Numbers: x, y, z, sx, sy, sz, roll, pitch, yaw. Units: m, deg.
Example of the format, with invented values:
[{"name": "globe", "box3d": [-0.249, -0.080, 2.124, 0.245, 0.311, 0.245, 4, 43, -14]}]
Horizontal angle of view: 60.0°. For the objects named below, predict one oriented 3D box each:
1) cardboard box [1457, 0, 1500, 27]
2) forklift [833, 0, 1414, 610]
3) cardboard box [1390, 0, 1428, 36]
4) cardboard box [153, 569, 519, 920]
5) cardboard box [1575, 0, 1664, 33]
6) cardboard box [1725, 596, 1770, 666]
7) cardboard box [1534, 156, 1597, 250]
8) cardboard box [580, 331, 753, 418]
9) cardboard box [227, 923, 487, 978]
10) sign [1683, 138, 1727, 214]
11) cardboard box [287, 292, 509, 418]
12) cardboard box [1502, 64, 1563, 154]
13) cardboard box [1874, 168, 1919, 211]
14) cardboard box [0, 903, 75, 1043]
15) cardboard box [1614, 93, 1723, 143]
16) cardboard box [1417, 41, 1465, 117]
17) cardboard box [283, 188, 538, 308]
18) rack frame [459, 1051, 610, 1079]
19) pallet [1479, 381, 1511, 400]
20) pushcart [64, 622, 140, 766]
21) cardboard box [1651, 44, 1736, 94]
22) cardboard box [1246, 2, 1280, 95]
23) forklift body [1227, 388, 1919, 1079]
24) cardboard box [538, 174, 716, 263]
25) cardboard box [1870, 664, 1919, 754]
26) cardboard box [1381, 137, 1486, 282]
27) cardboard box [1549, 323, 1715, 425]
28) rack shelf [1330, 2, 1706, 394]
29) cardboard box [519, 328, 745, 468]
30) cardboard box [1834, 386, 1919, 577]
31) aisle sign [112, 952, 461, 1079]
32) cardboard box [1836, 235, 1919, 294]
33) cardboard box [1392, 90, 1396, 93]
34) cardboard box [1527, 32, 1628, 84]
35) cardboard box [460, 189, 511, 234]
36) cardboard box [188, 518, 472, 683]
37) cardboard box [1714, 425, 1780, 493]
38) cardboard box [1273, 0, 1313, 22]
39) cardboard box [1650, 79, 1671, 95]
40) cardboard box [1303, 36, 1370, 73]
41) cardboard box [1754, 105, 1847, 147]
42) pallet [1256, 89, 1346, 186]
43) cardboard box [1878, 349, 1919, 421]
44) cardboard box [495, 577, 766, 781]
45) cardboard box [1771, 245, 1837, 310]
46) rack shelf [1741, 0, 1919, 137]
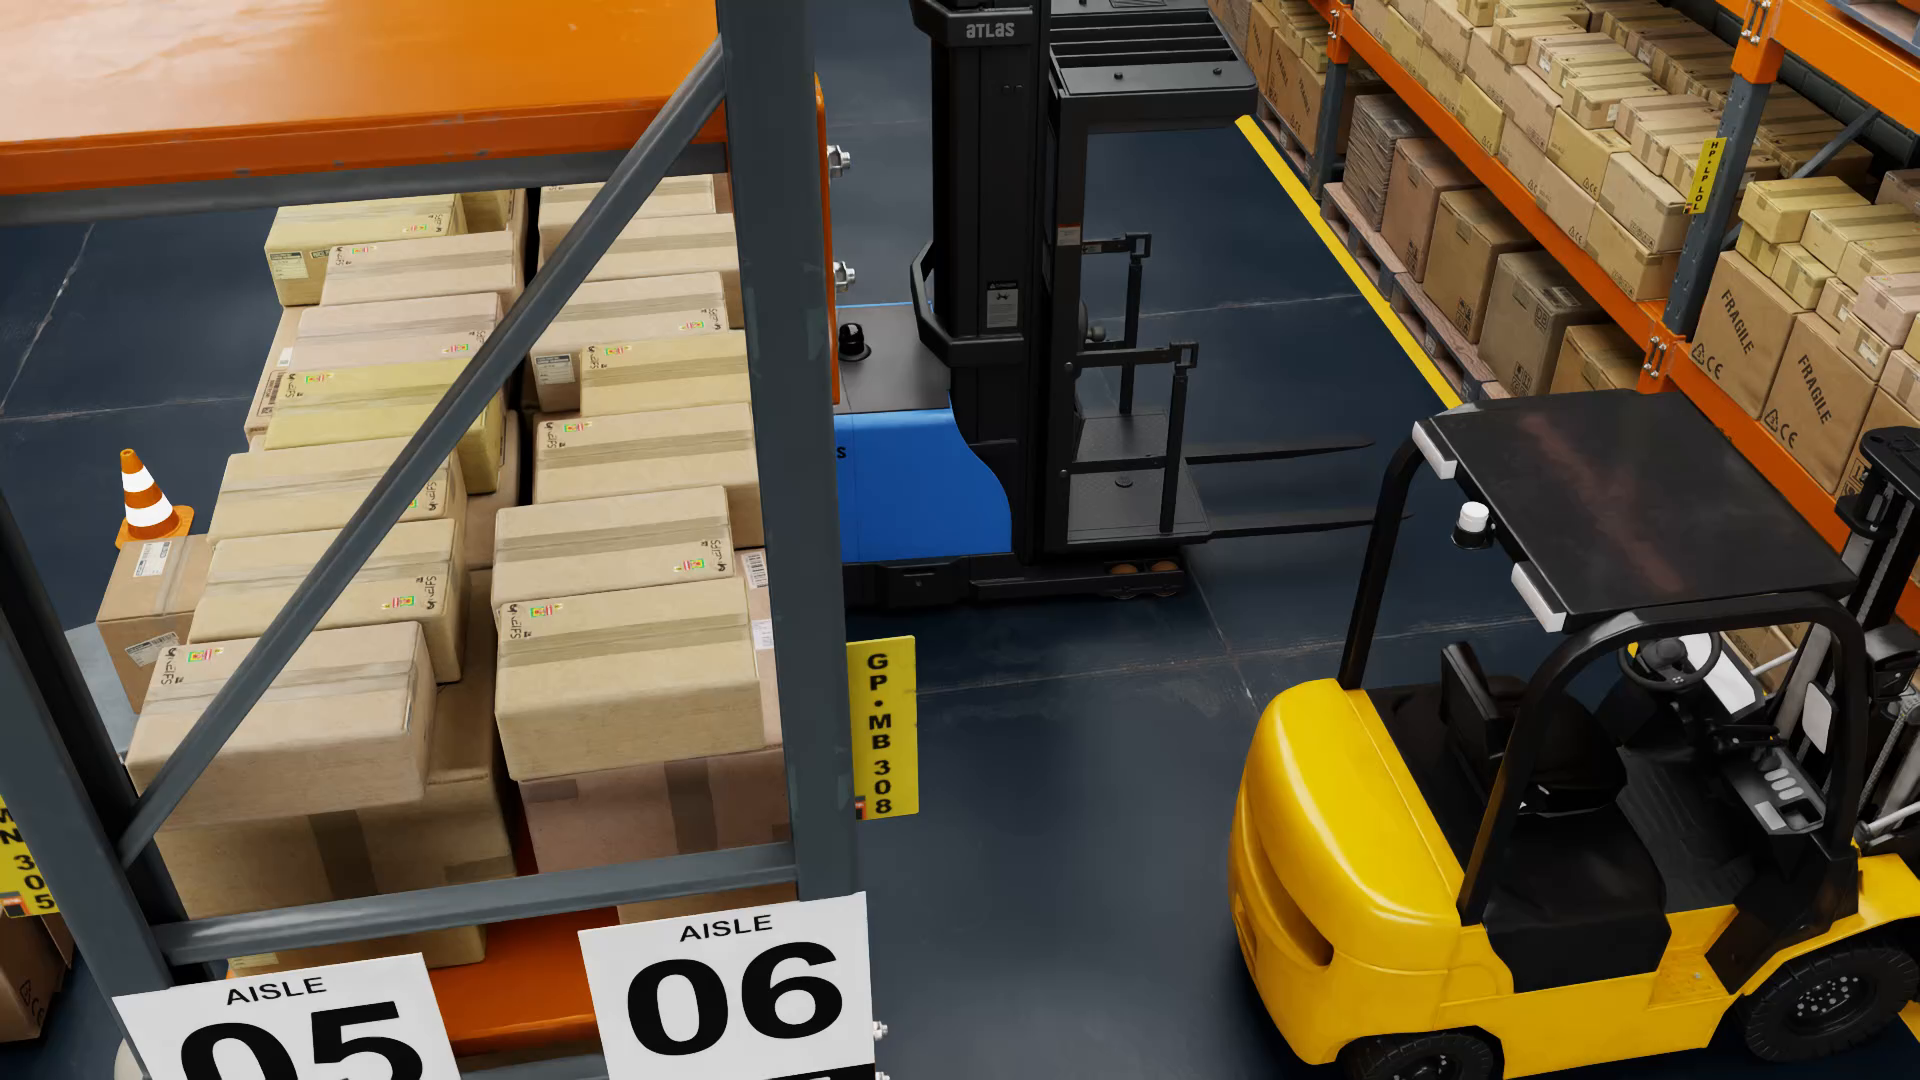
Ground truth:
[{"name": "cardboard box", "box3d": [2.845, -2.816, 8.720, 0.380, 0.149, 0.250, -5, 38, -7]}, {"name": "forklift", "box3d": [0.626, -1.200, 7.306, 3.031, 2.935, 1.130, -4, 38, -5]}, {"name": "cardboard box", "box3d": [2.766, -3.065, 9.364, 0.500, 0.250, 0.500, -5, 38, -7]}, {"name": "cardboard box", "box3d": [-0.996, 0.322, 2.725, 0.500, 0.250, 0.500, -7, 38, -9]}, {"name": "cardboard box", "box3d": [3.387, -2.719, 8.595, 0.380, 0.149, 0.250, -5, 38, -7]}, {"name": "cardboard box", "box3d": [3.415, 0.245, 6.881, 0.500, 0.250, 0.500, -6, 38, -8]}, {"name": "cardboard box", "box3d": [3.104, -1.627, 7.922, 0.500, 0.250, 0.500, -6, 38, -8]}, {"name": "cardboard box", "box3d": [-0.516, -0.260, 3.149, 0.380, 0.149, 0.250, -6, 38, -8]}, {"name": "cardboard box", "box3d": [-0.979, 0.574, 2.726, 0.380, 0.149, 0.250, -6, 38, -8]}, {"name": "sign", "box3d": [3.011, -1.469, 6.717, 0.100, 0.325, 0.005, -6, 38, -8]}, {"name": "cardboard box", "box3d": [-1.091, -0.347, 3.262, 0.380, 0.149, 0.250, -6, 38, -8]}, {"name": "cardboard box", "box3d": [3.025, -2.134, 8.166, 0.500, 0.250, 0.500, -6, 38, -7]}, {"name": "cardboard box", "box3d": [3.897, -1.360, 6.603, 0.380, 0.149, 0.250, -6, 38, -8]}, {"name": "cardboard box", "box3d": [-3.614, 1.424, 5.796, 0.797, 0.637, 0.503, -6, 38, -8]}, {"name": "cardboard box", "box3d": [3.211, -1.893, 7.531, 0.380, 0.149, 0.250, -6, 38, -8]}, {"name": "cardboard box", "box3d": [2.860, -2.555, 9.116, 0.500, 0.250, 0.500, -7, 38, -9]}, {"name": "cardboard box", "box3d": [-1.270, -0.600, 3.912, 0.500, 0.250, 0.500, -6, 38, -8]}, {"name": "rack frame", "box3d": [-0.641, 1.845, 3.330, 1.000, 3.000, 0.127, -6, 38, -8]}, {"name": "pallet", "box3d": [3.376, -0.447, 8.553, 1.003, 0.211, 1.213, -6, 38, -8]}, {"name": "pushcart", "box3d": [-3.579, 0.740, 6.890, 1.648, 0.377, 0.936, -20, 42, -23]}, {"name": "cardboard box", "box3d": [3.571, -2.262, 8.006, 0.380, 0.149, 0.250, -6, 38, -8]}, {"name": "cardboard box", "box3d": [2.385, -3.554, 11.974, 0.500, 0.500, 0.500, -5, 38, -6]}, {"name": "forklift body", "box3d": [2.116, 0.695, 5.502, 2.313, 2.155, 1.214, -6, 38, -8]}, {"name": "cardboard box", "box3d": [-0.739, -0.715, 3.734, 0.380, 0.149, 0.250, -5, 38, -7]}, {"name": "cardboard box", "box3d": [3.582, 0.671, 5.925, 0.500, 0.250, 0.500, -7, 38, -9]}, {"name": "cardboard box", "box3d": [3.060, -1.979, 9.846, 0.875, 0.625, 0.625, -5, 38, -6]}, {"name": "cardboard box", "box3d": [3.441, -0.649, 8.134, 0.875, 0.625, 0.625, -5, 38, -6]}, {"name": "rack shelf", "box3d": [3.193, -2.031, 8.906, 1.077, 0.370, 4.000, -6, 38, -8]}, {"name": "cardboard box", "box3d": [-0.661, -0.345, 3.584, 0.500, 0.250, 0.500, -5, 38, -7]}, {"name": "cardboard box", "box3d": [3.562, -0.232, 5.922, 0.500, 0.500, 0.500, -7, 38, -8]}, {"name": "aisle sign", "box3d": [-0.916, 0.887, 2.444, 0.394, 0.787, 0.004, -6, 38, -8]}, {"name": "cardboard box", "box3d": [3.496, -0.995, 6.133, 0.380, 0.149, 0.250, -7, 38, -9]}, {"name": "cardboard box", "box3d": [3.044, -2.987, 11.245, 0.500, 0.500, 0.500, -5, 38, -6]}, {"name": "cardboard box", "box3d": [3.012, -2.354, 8.125, 0.380, 0.149, 0.250, -6, 38, -8]}, {"name": "cardboard box", "box3d": [-1.255, -0.816, 3.865, 0.380, 0.149, 0.250, -6, 38, -7]}, {"name": "cardboard box", "box3d": [-0.999, 0.112, 2.670, 0.380, 0.149, 0.250, -6, 38, -7]}, {"name": "cardboard box", "box3d": [3.319, -0.256, 7.119, 0.500, 0.250, 0.500, -7, 38, -9]}, {"name": "cardboard box", "box3d": [2.424, -3.719, 11.658, 0.380, 0.149, 0.250, -5, 38, -7]}, {"name": "cardboard box", "box3d": [3.550, -2.195, 8.246, 0.500, 0.250, 0.500, -7, 38, -9]}, {"name": "cardboard box", "box3d": [2.506, -3.229, 11.028, 0.380, 0.149, 0.250, -8, 39, -10]}, {"name": "cardboard box", "box3d": [3.698, -1.806, 7.419, 0.380, 0.149, 0.250, -7, 38, -9]}, {"name": "pallet", "box3d": [2.749, -2.877, 11.681, 1.003, 0.211, 1.213, -6, 38, -8]}, {"name": "cardboard box", "box3d": [3.475, -0.556, 5.810, 0.380, 0.149, 0.250, -7, 38, -8]}, {"name": "cardboard box", "box3d": [-0.503, 0.208, 2.547, 0.380, 0.149, 0.250, -6, 38, -8]}, {"name": "cardboard box", "box3d": [3.387, -1.026, 6.415, 0.380, 0.149, 0.250, -5, 38, -7]}, {"name": "rack shelf", "box3d": [3.894, -0.800, 4.876, 1.077, 0.370, 4.000, -6, 38, -8]}]
